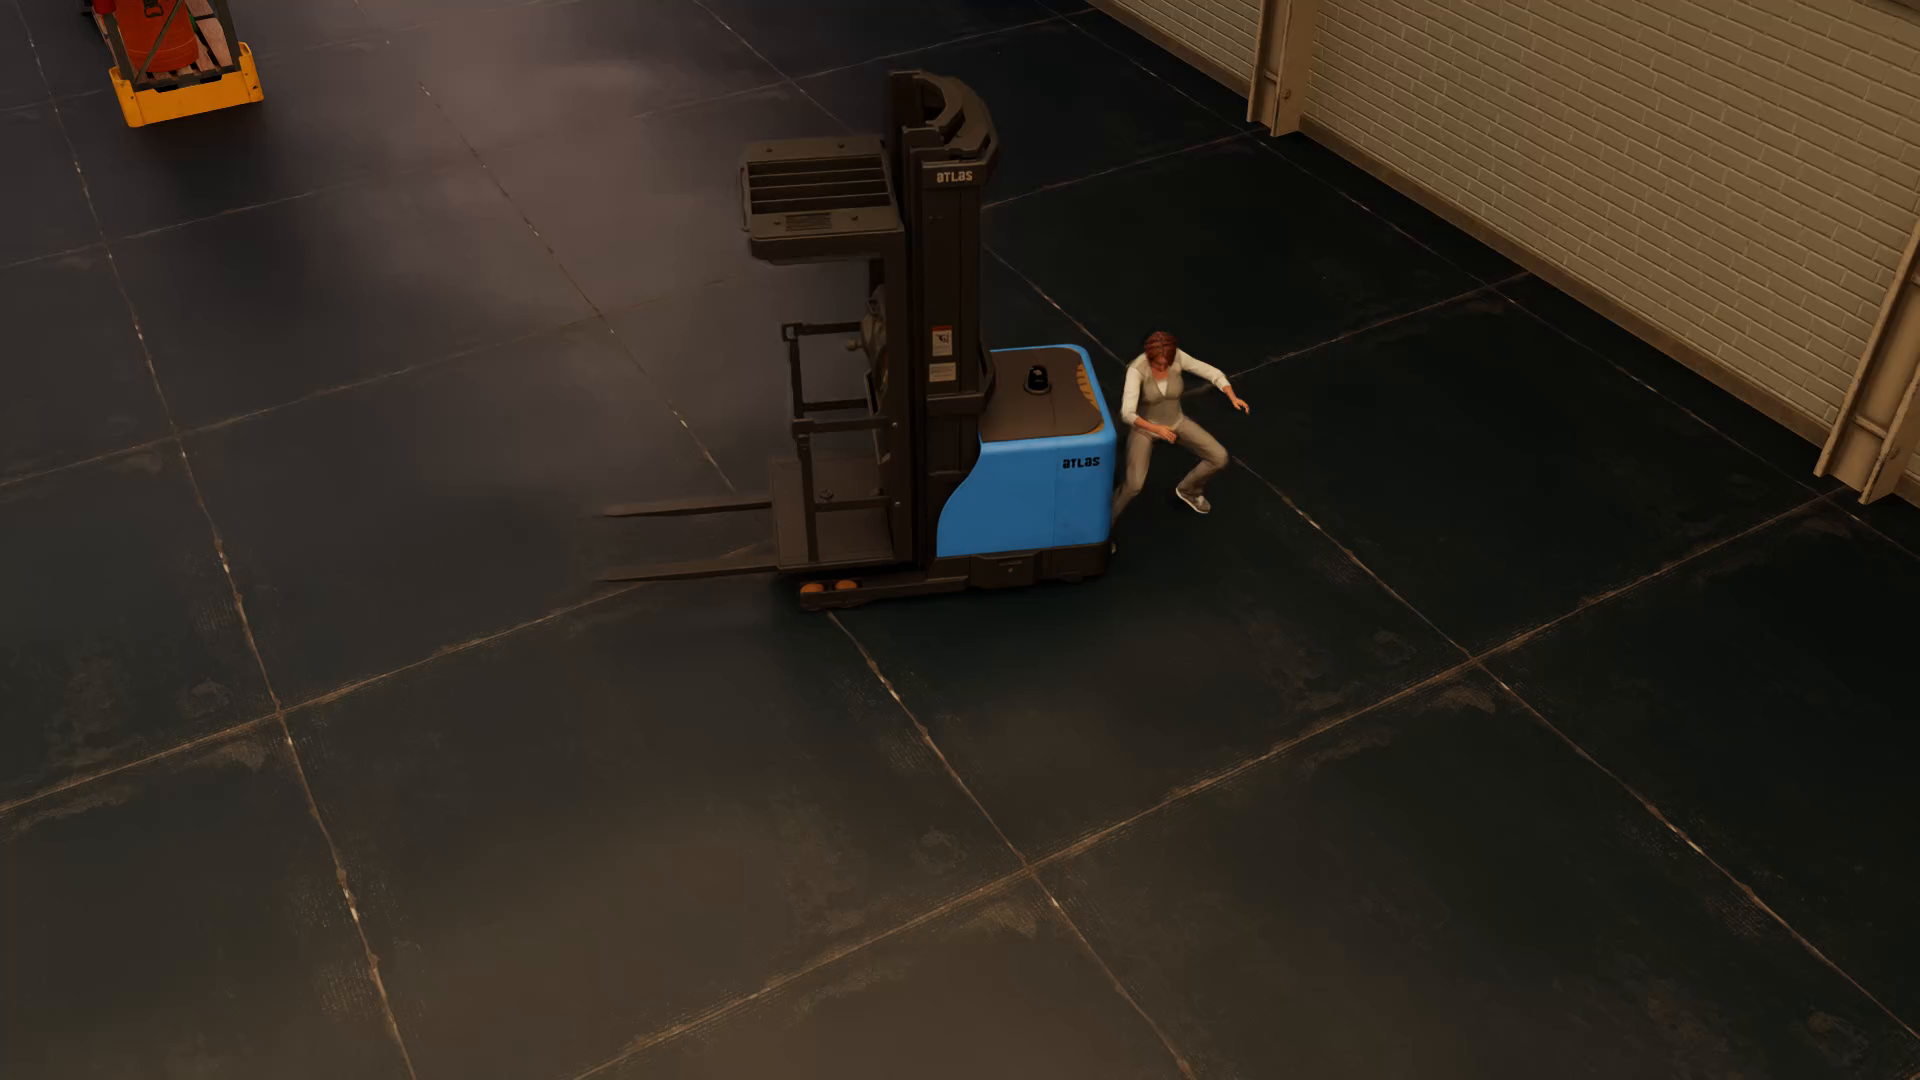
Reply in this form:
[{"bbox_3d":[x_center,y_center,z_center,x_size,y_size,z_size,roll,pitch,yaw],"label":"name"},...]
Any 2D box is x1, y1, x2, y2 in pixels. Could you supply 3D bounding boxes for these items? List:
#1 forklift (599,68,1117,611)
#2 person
[{"bbox_3d":[-0.654,-1.070,9.327,3.031,2.935,1.130,-5,40,-6],"label":"forklift"},{"bbox_3d":[1.228,-0.618,9.994,0.857,1.370,0.678,-10,41,-11],"label":"person"}]
